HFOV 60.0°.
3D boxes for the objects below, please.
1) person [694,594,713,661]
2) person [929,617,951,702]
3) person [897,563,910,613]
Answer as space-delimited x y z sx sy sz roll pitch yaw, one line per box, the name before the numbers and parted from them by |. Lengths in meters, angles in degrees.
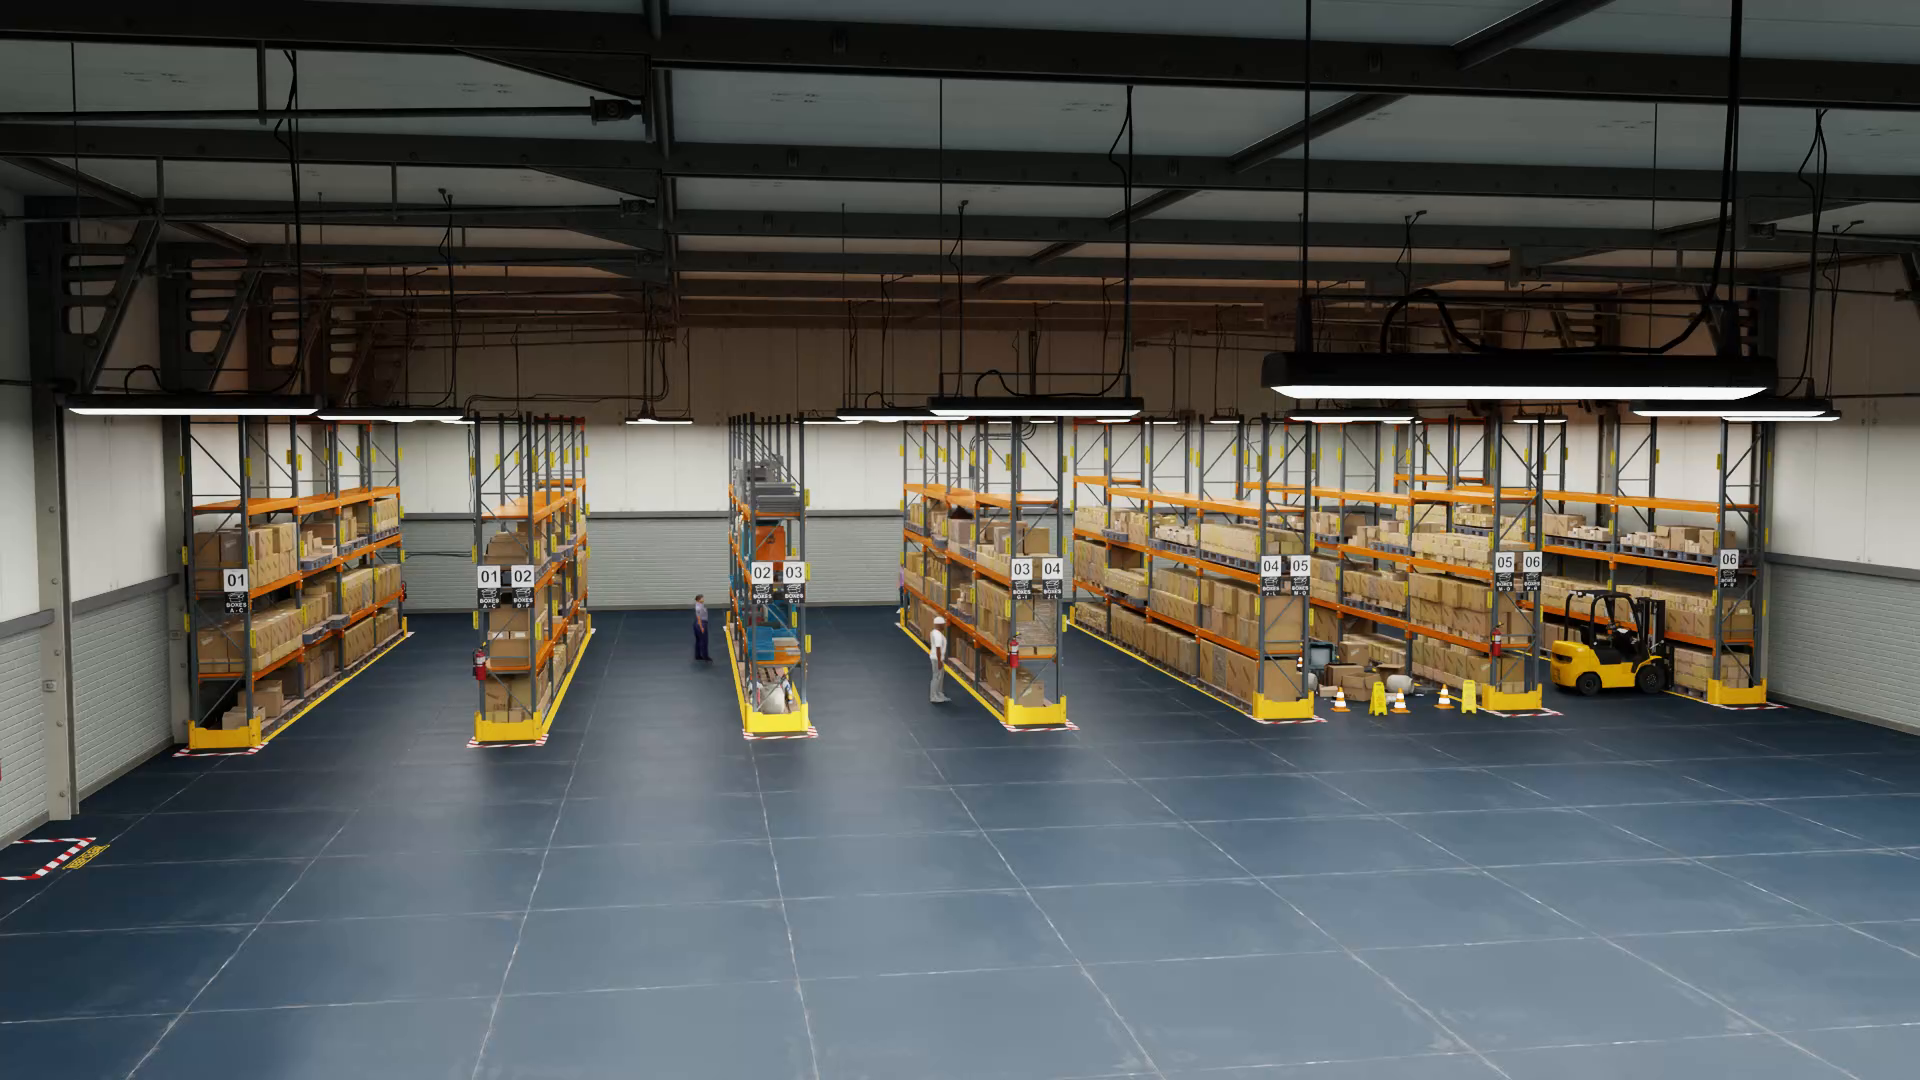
person | -6.280 2.135 40.627 0.436 1.644 0.571 -1 4 -16
person | -0.407 2.486 34.591 0.455 1.781 0.603 0 4 -3
person | -1.690 1.452 51.333 0.508 1.586 0.439 1 4 16
